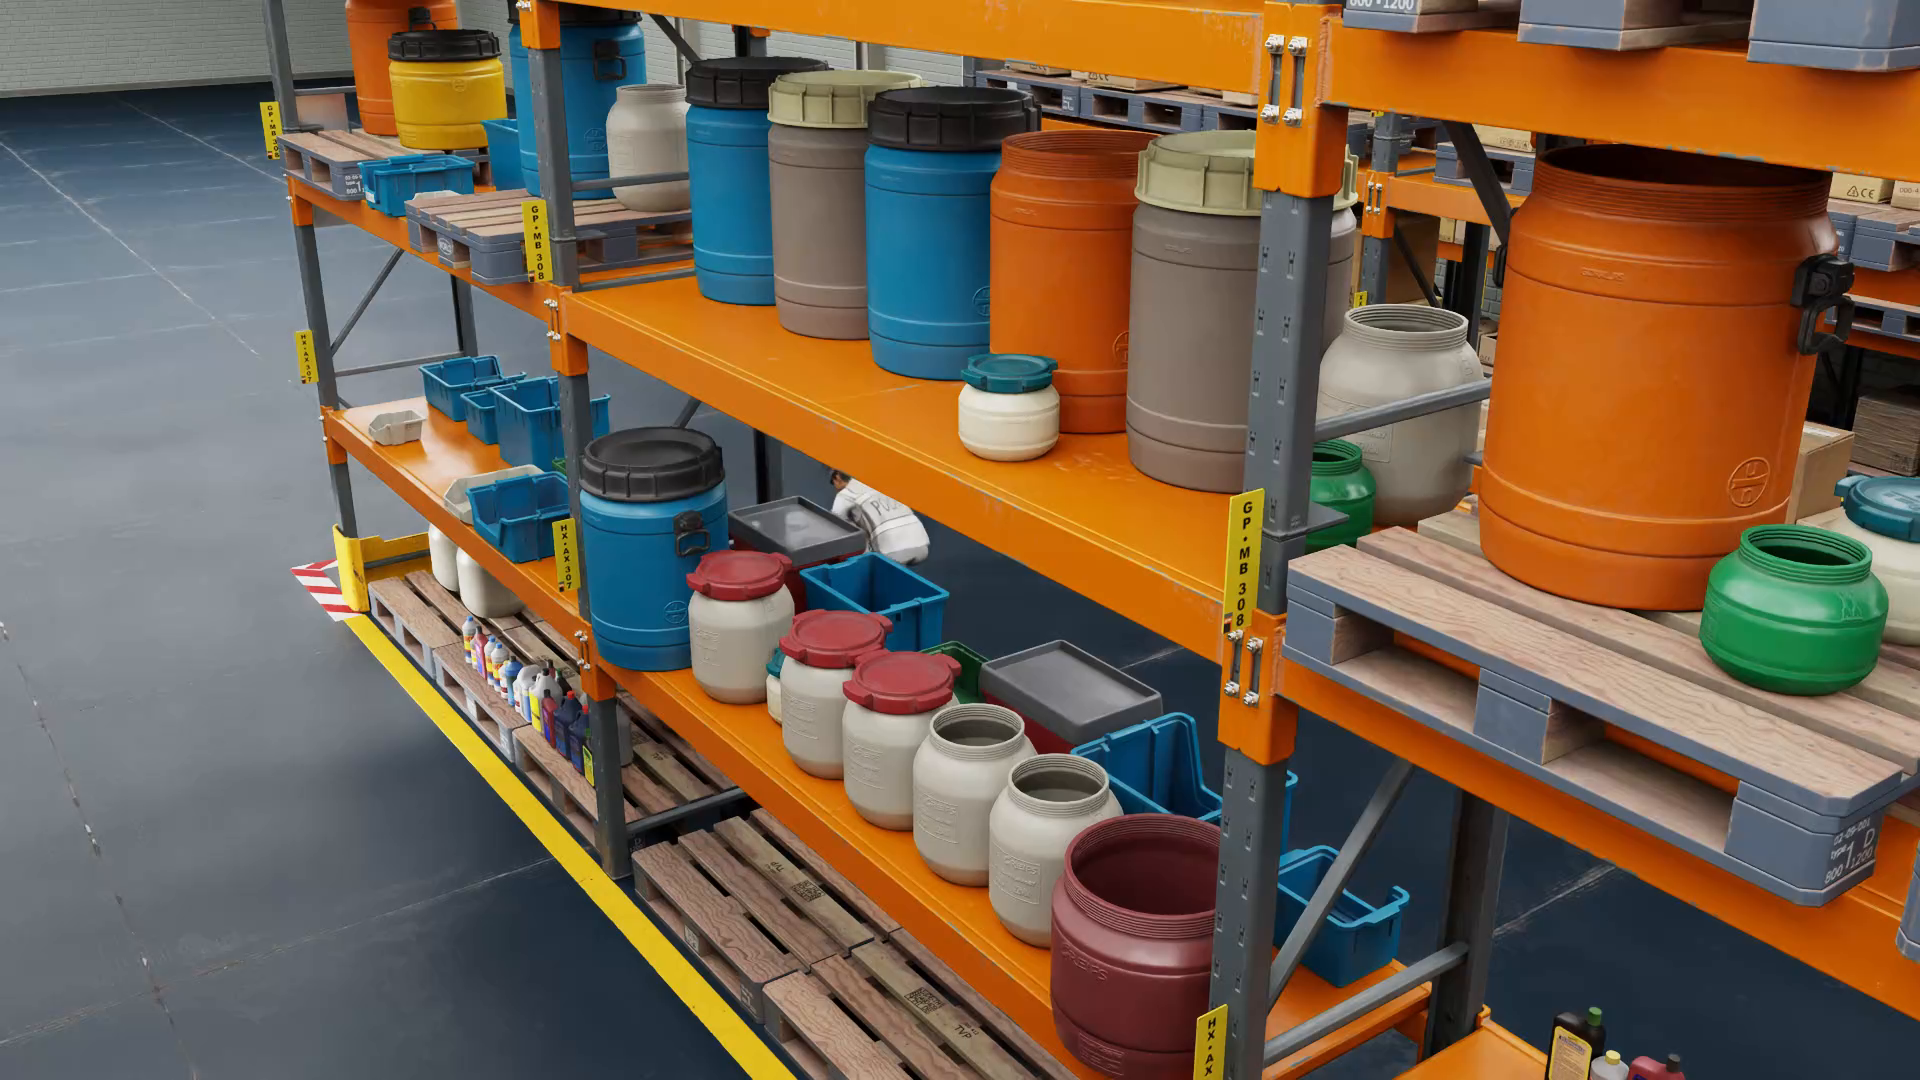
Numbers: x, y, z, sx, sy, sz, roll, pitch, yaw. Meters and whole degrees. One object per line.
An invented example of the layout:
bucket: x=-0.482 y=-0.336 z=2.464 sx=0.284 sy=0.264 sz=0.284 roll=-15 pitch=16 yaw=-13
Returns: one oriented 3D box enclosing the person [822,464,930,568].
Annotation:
person: x=-0.557 y=-0.002 z=10.455 sx=0.499 sy=1.036 sz=0.819 roll=-15 pitch=26 yaw=-33
